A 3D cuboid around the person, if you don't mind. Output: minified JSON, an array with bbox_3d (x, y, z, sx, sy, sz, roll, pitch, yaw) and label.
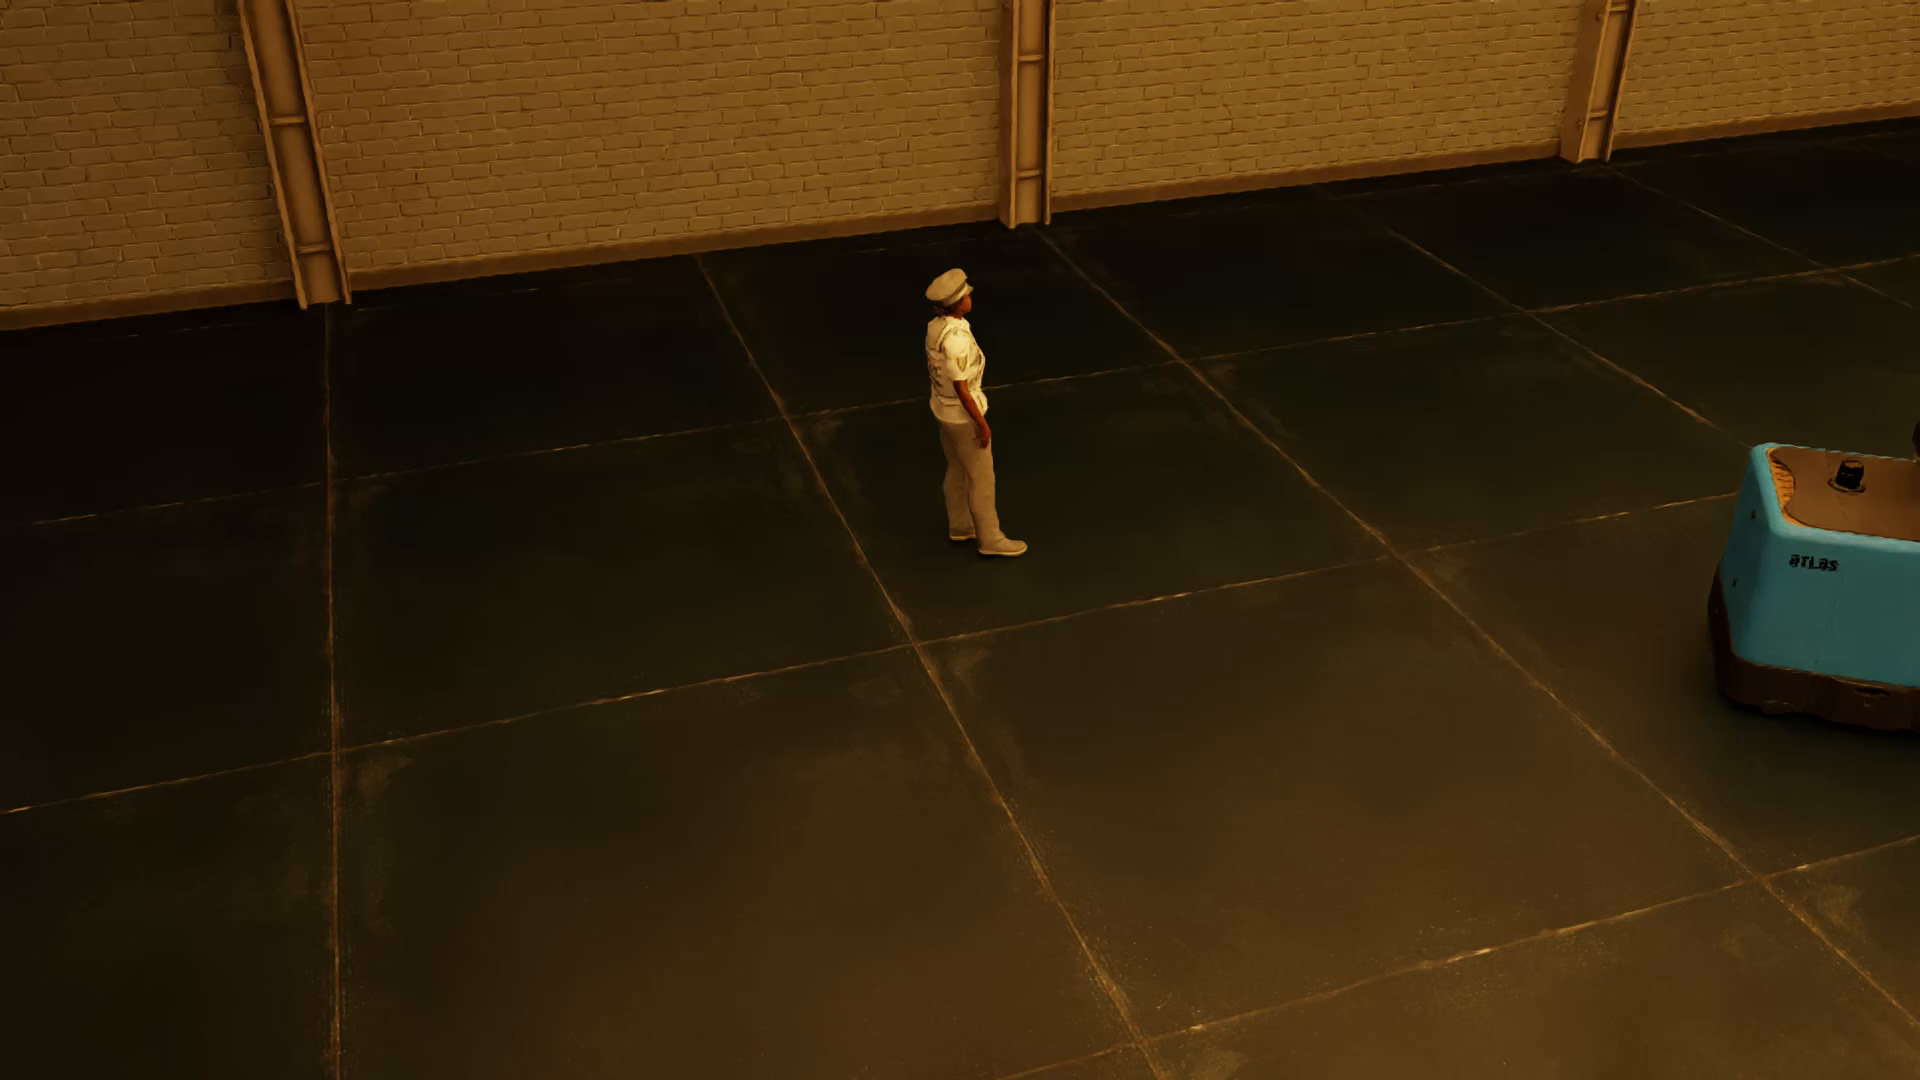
[{"bbox_3d":[0.078,-0.743,9.603,0.529,1.695,0.568,-10,31,-16],"label":"person"}]

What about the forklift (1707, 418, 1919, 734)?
[{"bbox_3d":[5.485,-0.425,7.825,3.031,2.935,1.130,9,31,15],"label":"forklift"}]
